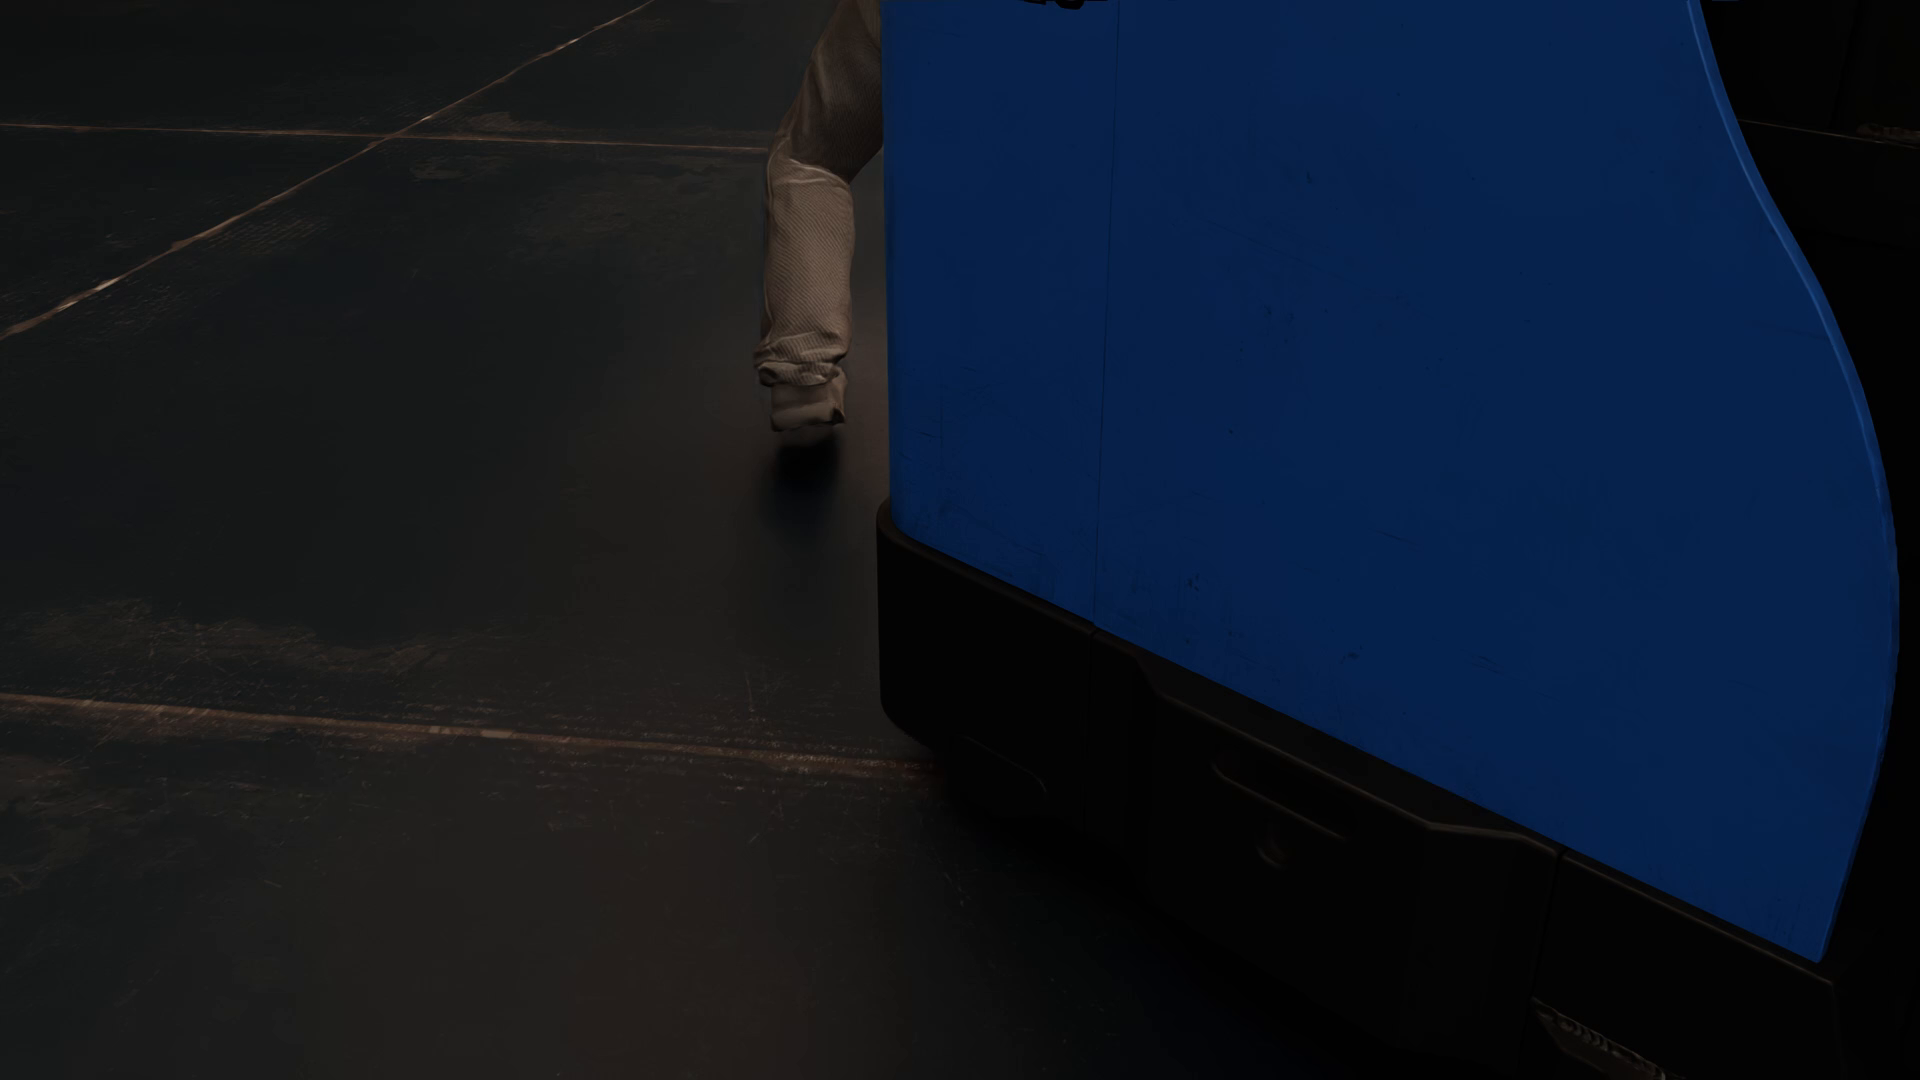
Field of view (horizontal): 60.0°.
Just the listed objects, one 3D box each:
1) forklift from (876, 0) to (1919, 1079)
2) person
[{"bbox_3d":[1.297,-0.743,0.707,1.130,2.935,3.031,-24,35,-39],"label":"forklift"},{"bbox_3d":[0.177,-0.901,2.604,1.024,1.540,0.730,0,27,1],"label":"person"}]
